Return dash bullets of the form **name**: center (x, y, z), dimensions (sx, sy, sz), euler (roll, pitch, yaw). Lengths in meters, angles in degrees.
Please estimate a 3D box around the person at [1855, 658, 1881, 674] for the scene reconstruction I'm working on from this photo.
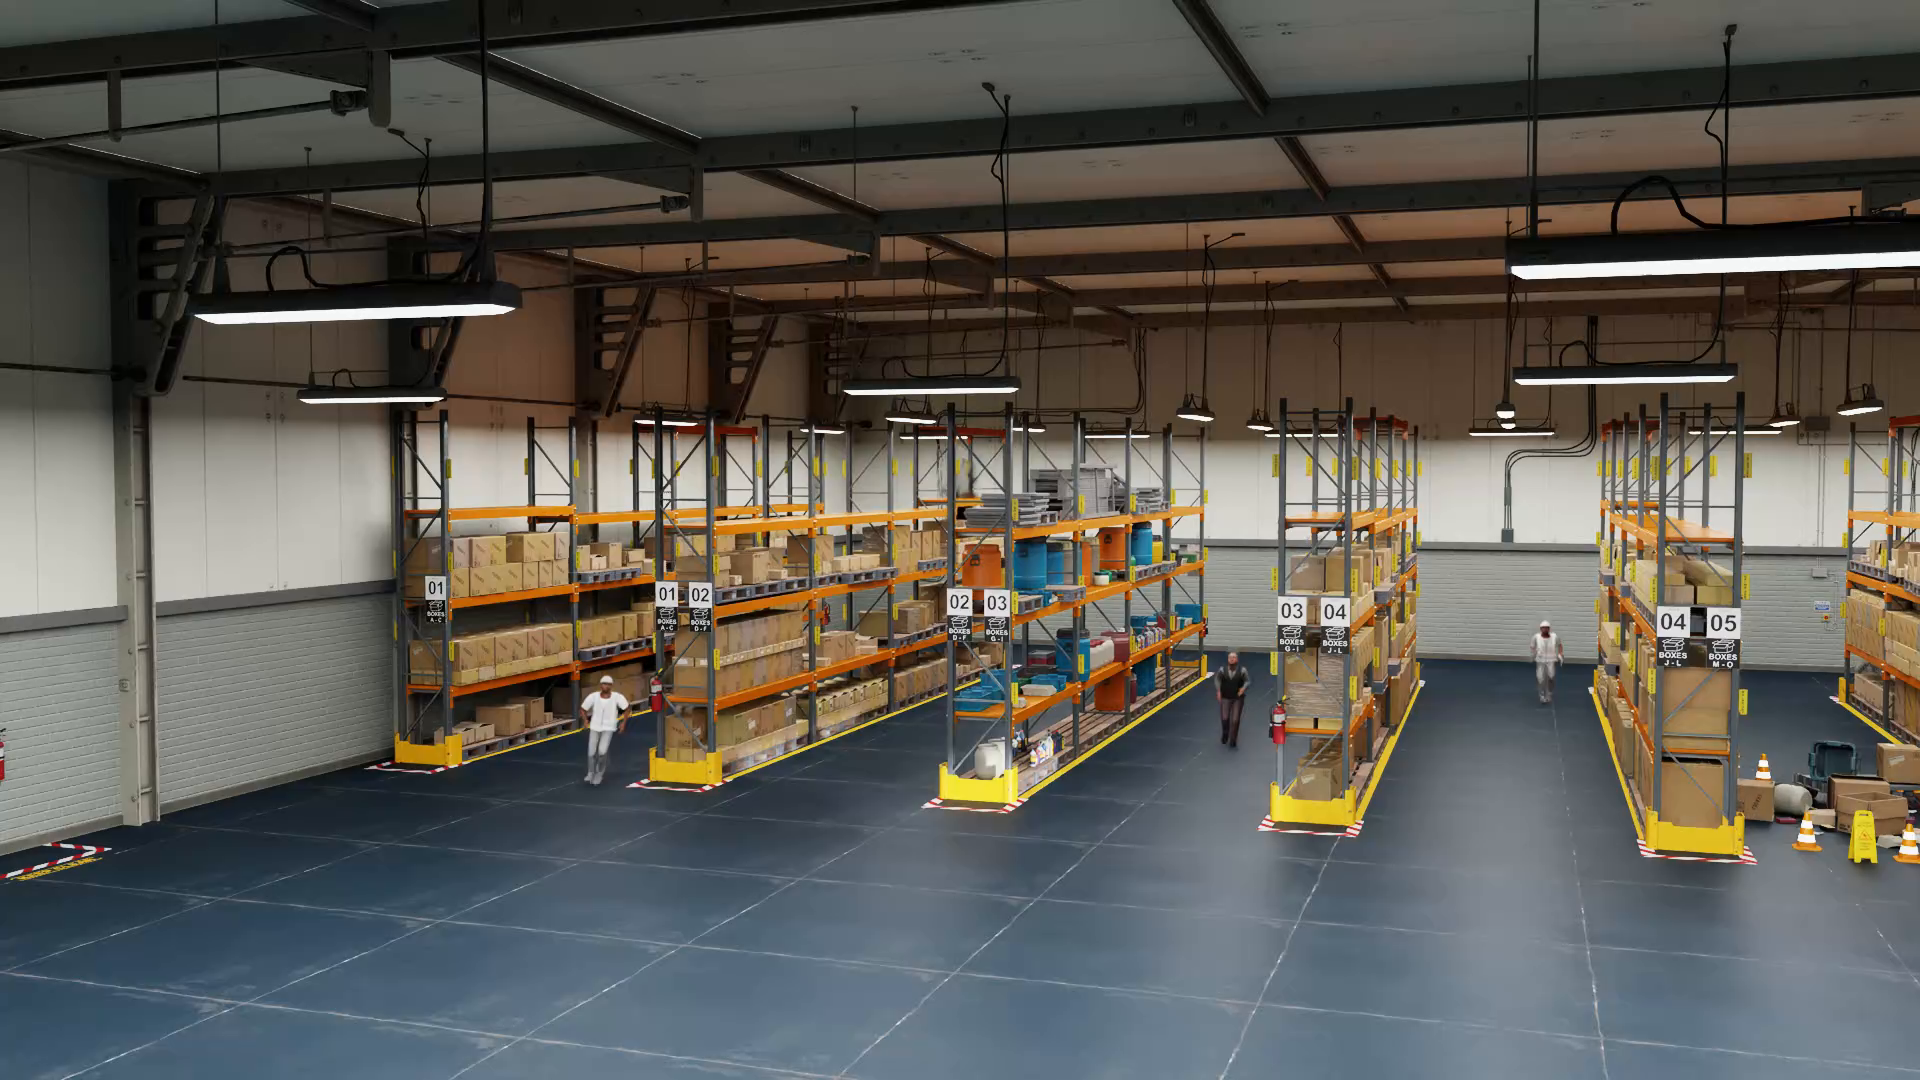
- **person**: center (20.113, 2.608, 36.699), dimensions (0.685, 1.715, 0.685), euler (-2, 3, -44)

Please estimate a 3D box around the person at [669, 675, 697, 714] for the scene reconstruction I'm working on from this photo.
- **person**: center (-4.876, 2.888, 29.666), dimensions (0.664, 1.675, 0.645), euler (1, 3, 15)

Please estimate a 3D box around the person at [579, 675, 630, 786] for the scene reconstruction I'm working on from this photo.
- **person**: center (-5.656, 3.013, 26.353), dimensions (0.765, 1.738, 0.632), euler (0, 2, -1)

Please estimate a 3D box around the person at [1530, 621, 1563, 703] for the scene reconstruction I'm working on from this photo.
- **person**: center (12.467, 2.595, 35.356), dimensions (0.666, 1.737, 0.749), euler (1, 3, 18)

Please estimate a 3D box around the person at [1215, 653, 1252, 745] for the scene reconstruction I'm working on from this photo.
- **person**: center (4.903, 2.869, 29.913), dimensions (0.667, 1.688, 0.601), euler (0, 2, 11)
